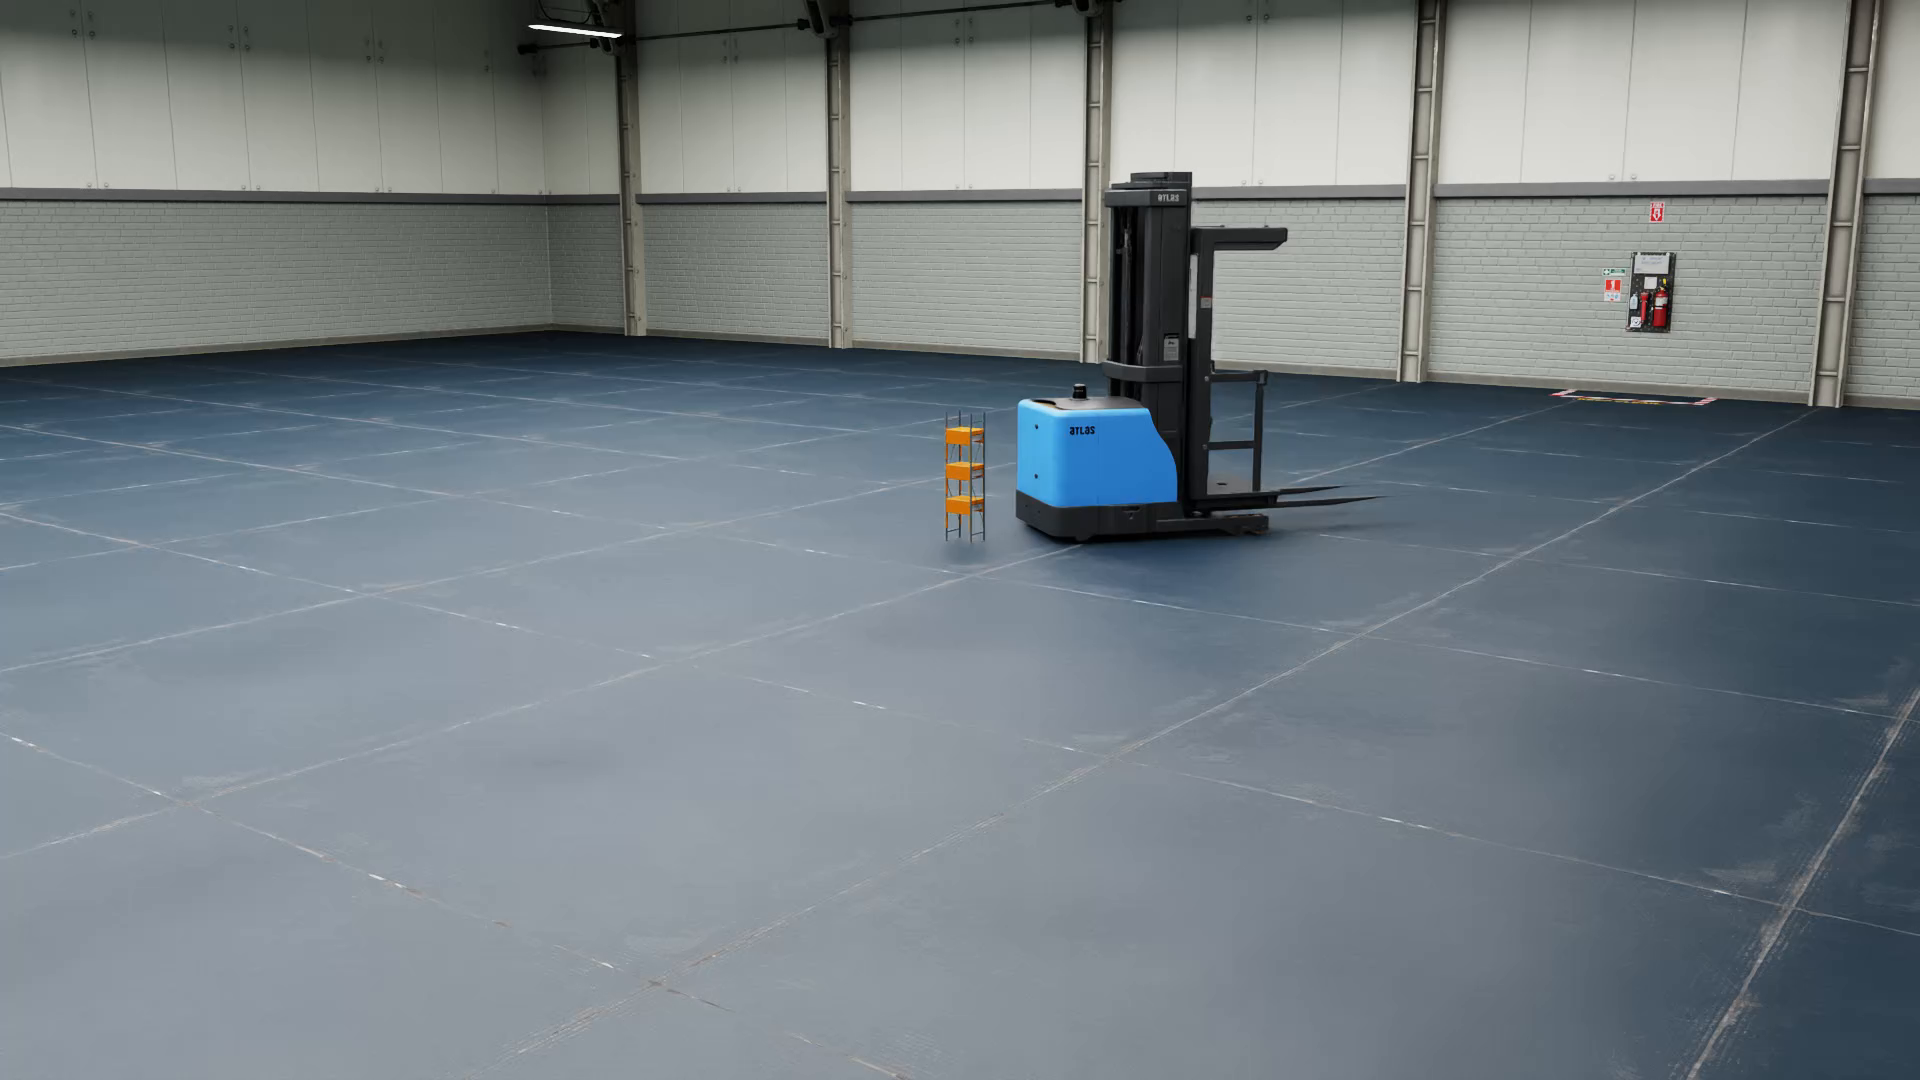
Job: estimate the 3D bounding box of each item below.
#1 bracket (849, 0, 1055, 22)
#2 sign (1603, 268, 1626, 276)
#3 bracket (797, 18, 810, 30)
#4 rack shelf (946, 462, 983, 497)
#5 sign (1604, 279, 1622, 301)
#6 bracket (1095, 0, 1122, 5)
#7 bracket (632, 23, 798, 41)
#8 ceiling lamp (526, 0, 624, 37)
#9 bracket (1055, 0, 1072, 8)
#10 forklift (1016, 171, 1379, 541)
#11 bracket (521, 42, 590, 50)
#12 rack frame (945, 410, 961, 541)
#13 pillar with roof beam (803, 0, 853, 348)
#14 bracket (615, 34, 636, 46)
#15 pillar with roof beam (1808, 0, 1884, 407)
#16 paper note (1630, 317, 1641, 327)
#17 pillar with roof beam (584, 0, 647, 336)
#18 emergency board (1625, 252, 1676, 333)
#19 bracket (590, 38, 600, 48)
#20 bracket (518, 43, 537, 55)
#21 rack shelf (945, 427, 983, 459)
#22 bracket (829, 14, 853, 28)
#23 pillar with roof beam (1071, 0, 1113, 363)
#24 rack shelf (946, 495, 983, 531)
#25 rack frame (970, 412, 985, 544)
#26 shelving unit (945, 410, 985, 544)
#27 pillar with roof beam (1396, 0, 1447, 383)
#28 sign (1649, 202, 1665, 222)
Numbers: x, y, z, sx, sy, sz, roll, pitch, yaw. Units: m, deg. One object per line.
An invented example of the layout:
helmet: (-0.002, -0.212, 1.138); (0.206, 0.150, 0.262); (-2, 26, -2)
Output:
bracket: (-0.210, -9.697, 30.484); (4.783, 0.066, 0.076); (8, 13, 36)
sign: (9.741, -3.989, 24.761); (0.331, 0.109, 0.001); (8, 13, 36)
bracket: (-2.956, -10.080, 32.464); (0.430, 0.232, 0.235); (8, 13, 36)
rack shelf: (0.043, -0.499, 13.401); (0.240, 0.259, 0.215); (8, 13, 36)
sign: (9.743, -3.730, 24.821); (0.234, 0.329, 0.001); (8, 13, 36)
bracket: (2.549, -9.312, 28.495); (0.430, 0.232, 0.235); (8, 13, 36)
bracket: (-5.046, -10.371, 33.971); (4.783, 0.066, 0.076); (8, 13, 36)
ceiling lamp: (-7.069, -10.667, 29.607); (0.800, 3.185, 2.000); (8, 13, 36)
bracket: (1.880, -9.405, 28.977); (0.430, 0.232, 0.235); (8, 13, 36)
forklift: (2.049, -1.566, 13.908); (3.031, 2.935, 1.130); (-3, 11, -17)
bracket: (-9.226, -10.954, 36.985); (3.189, 0.066, 0.076); (8, 13, 36)
rack frame: (-0.055, -0.523, 13.470); (0.008, 1.050, 0.200); (8, 13, 36)
pillar with roof beam: (-4.959, -7.661, 29.439); (0.548, 9.000, 9.100); (8, 13, 36)
bracket: (-7.123, -10.661, 35.468); (0.430, 0.232, 0.235); (8, 13, 36)
pillar with roof beam: (9.549, -5.638, 18.978); (0.400, 9.000, 9.100); (8, 13, 36)
paper note: (10.026, -3.233, 24.662); (0.142, 0.148, 0.016); (8, 13, 36)
pillar with roof beam: (-9.796, -8.336, 32.926); (0.548, 9.000, 9.100); (8, 13, 36)
emergency board: (10.128, -3.635, 24.421); (0.643, 1.169, 0.194); (8, 13, 36)
bracket: (-7.792, -10.754, 35.951); (0.430, 0.232, 0.235); (8, 13, 36)
bracket: (-9.702, -11.021, 37.328); (0.430, 0.232, 0.235); (8, 13, 36)
rack shelf: (0.043, -0.778, 13.347); (0.240, 0.259, 0.215); (8, 13, 36)
bracket: (-2.287, -9.986, 31.981); (0.430, 0.232, 0.235); (8, 13, 36)
pillar with roof beam: (-0.123, -6.987, 25.952); (0.548, 9.000, 9.100); (8, 13, 36)
rack shelf: (0.043, -0.226, 13.454); (0.240, 0.259, 0.215); (8, 13, 36)
rack frame: (0.141, -0.496, 13.328); (0.008, 1.050, 0.200); (8, 13, 36)
shelving unit: (0.043, -0.509, 13.399); (0.252, 1.050, 0.215); (8, 13, 36)
pillar with roof beam: (4.713, -6.312, 22.465); (0.400, 9.000, 9.100); (8, 13, 36)
sign: (10.180, -4.789, 24.284); (0.199, 0.298, 0.001); (8, 13, 36)
